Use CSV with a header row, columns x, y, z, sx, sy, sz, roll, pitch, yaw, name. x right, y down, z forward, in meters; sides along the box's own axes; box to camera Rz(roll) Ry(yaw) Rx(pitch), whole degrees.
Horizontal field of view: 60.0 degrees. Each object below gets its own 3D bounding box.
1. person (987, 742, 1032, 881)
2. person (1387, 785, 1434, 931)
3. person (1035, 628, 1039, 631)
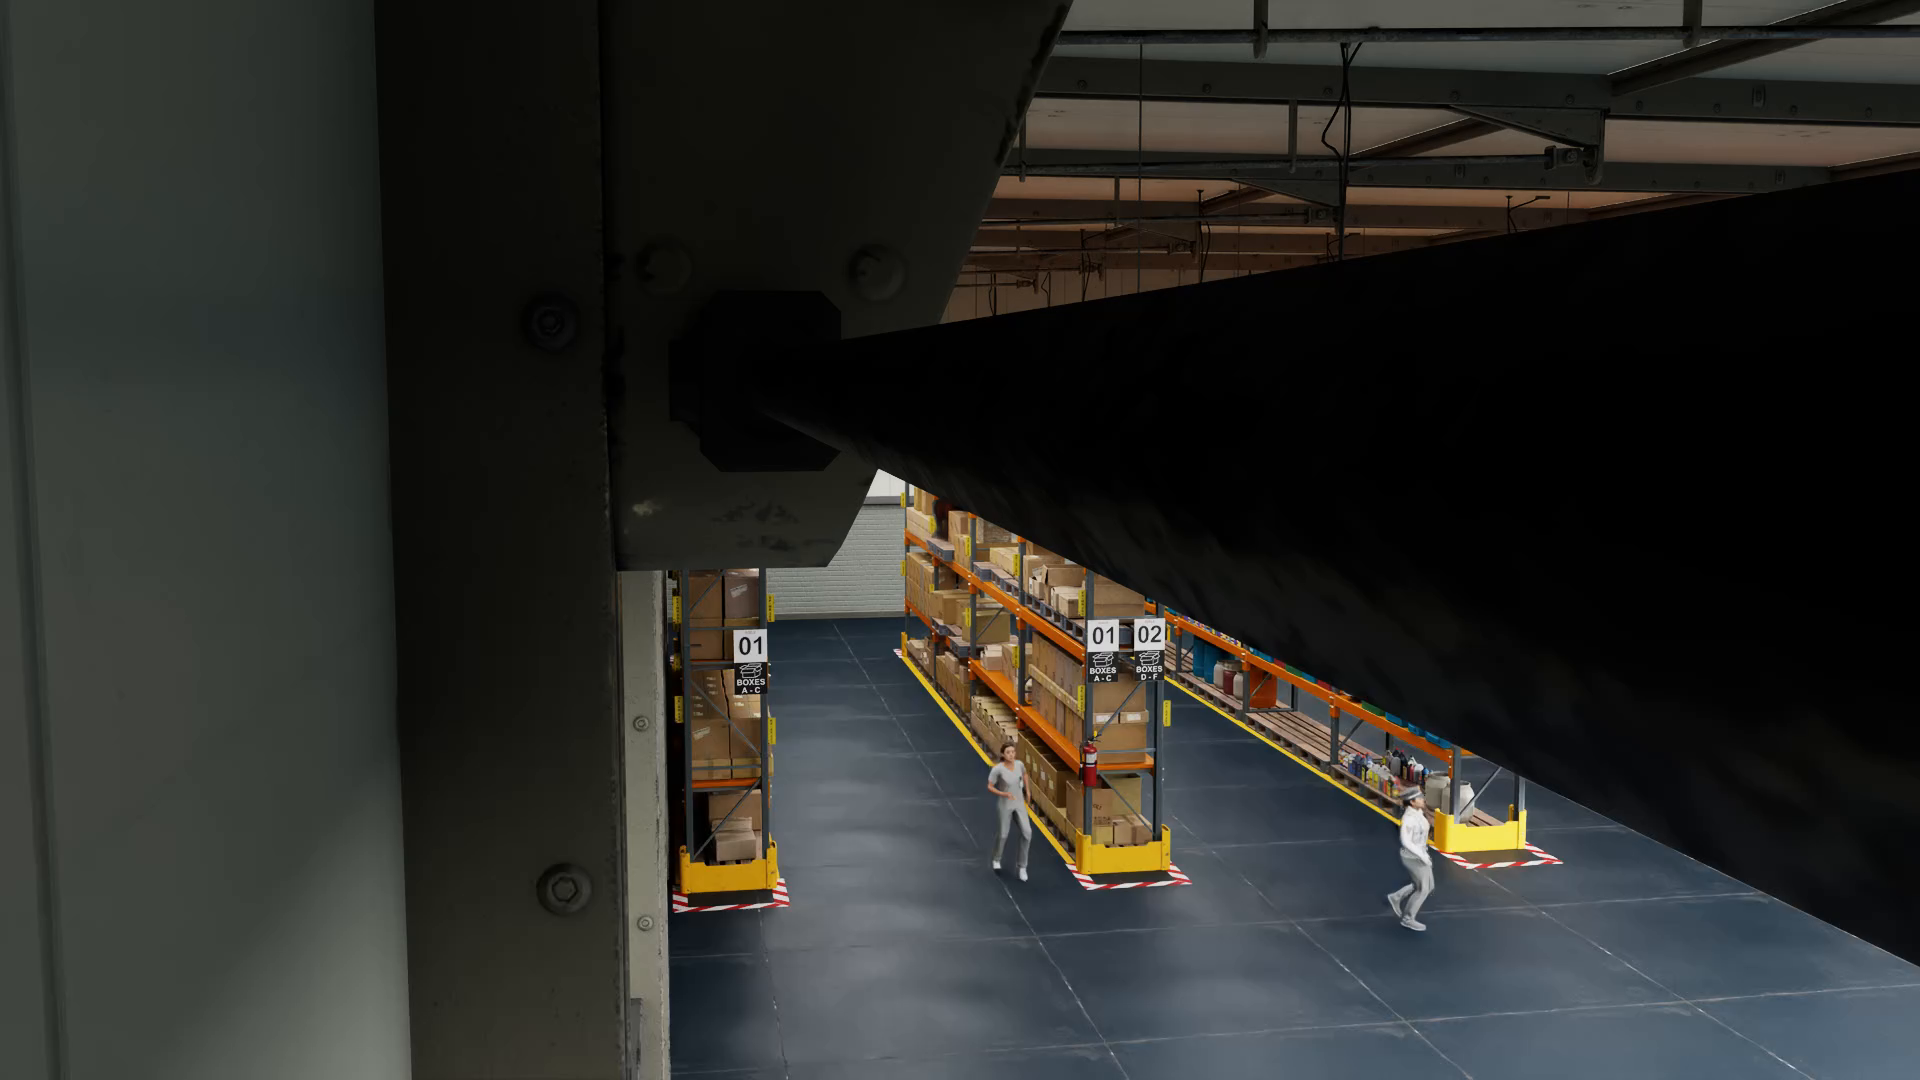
x,y,z,sx,sy,sz,roll,pitch,yaw,name
0.608,3.352,20.736,0.607,1.711,0.688,-2,6,-21,person
5.102,3.569,18.783,0.494,1.667,0.619,2,6,21,person
1.699,1.958,34.767,0.530,1.575,0.751,-3,7,-24,person
